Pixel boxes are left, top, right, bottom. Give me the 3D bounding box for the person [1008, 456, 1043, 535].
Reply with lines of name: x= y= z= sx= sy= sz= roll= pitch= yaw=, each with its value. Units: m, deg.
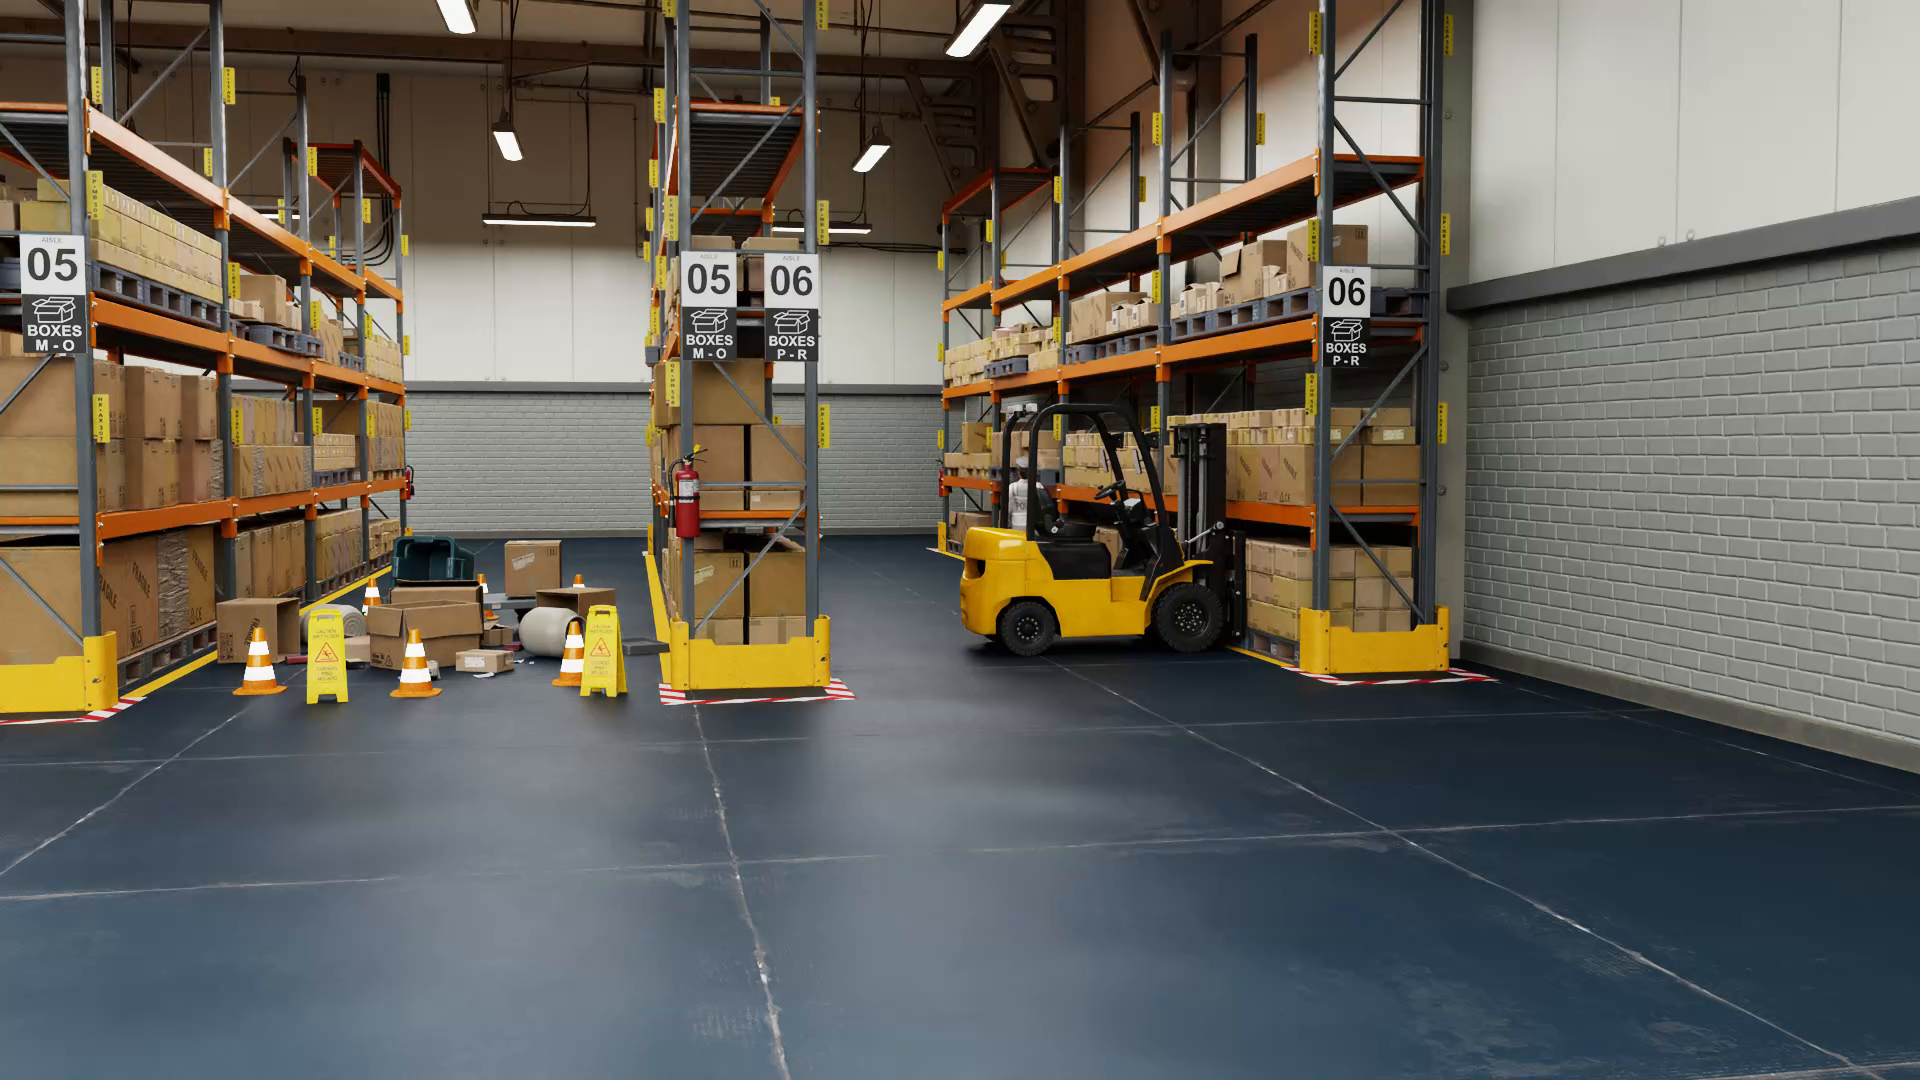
person: x=0.726 y=-0.107 z=18.871 sx=0.460 sy=1.686 sz=0.557 roll=-1 pitch=3 yaw=-11
